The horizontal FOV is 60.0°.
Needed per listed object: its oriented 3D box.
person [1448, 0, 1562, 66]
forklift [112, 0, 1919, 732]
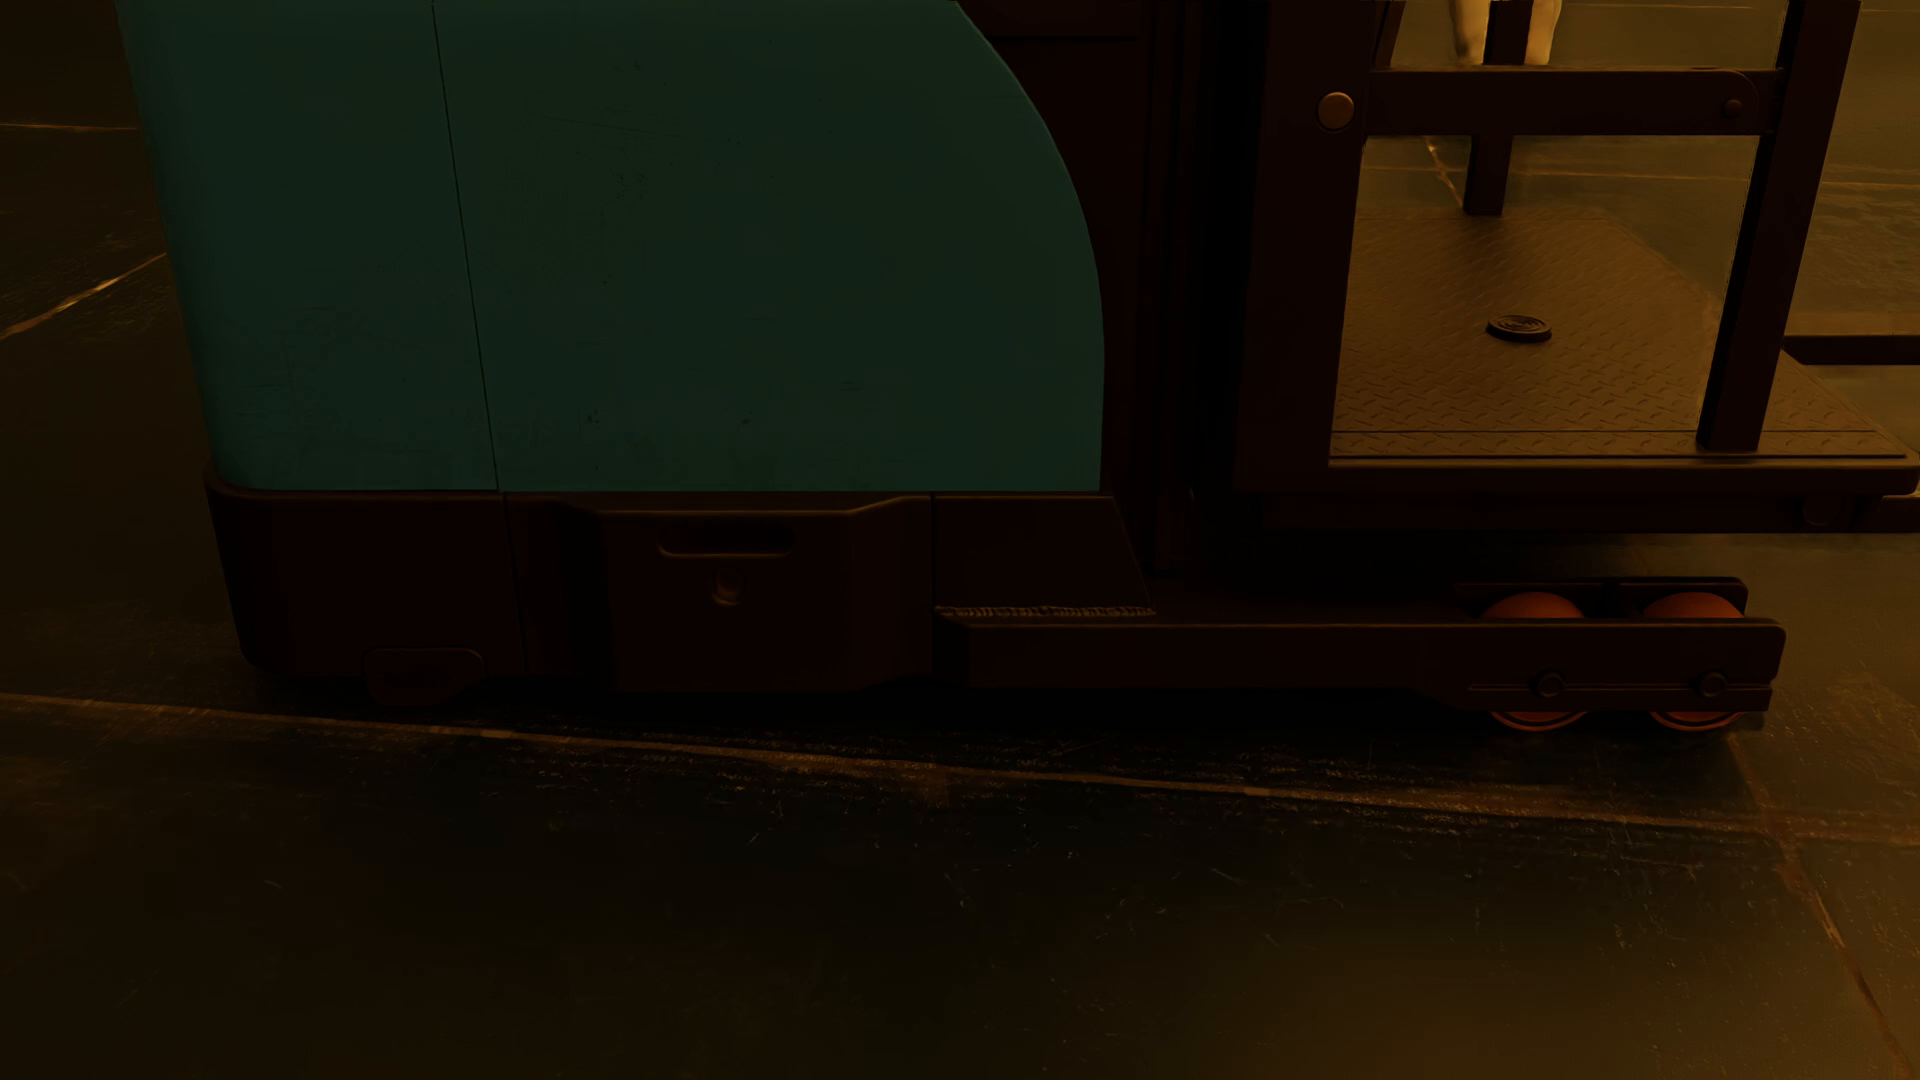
[{"bbox_3d":[1.674,-2.101,4.758,0.980,1.760,0.806,2,27,5],"label":"person"},{"bbox_3d":[0.613,-1.317,1.856,3.031,2.935,1.130,0,27,0],"label":"forklift"}]
